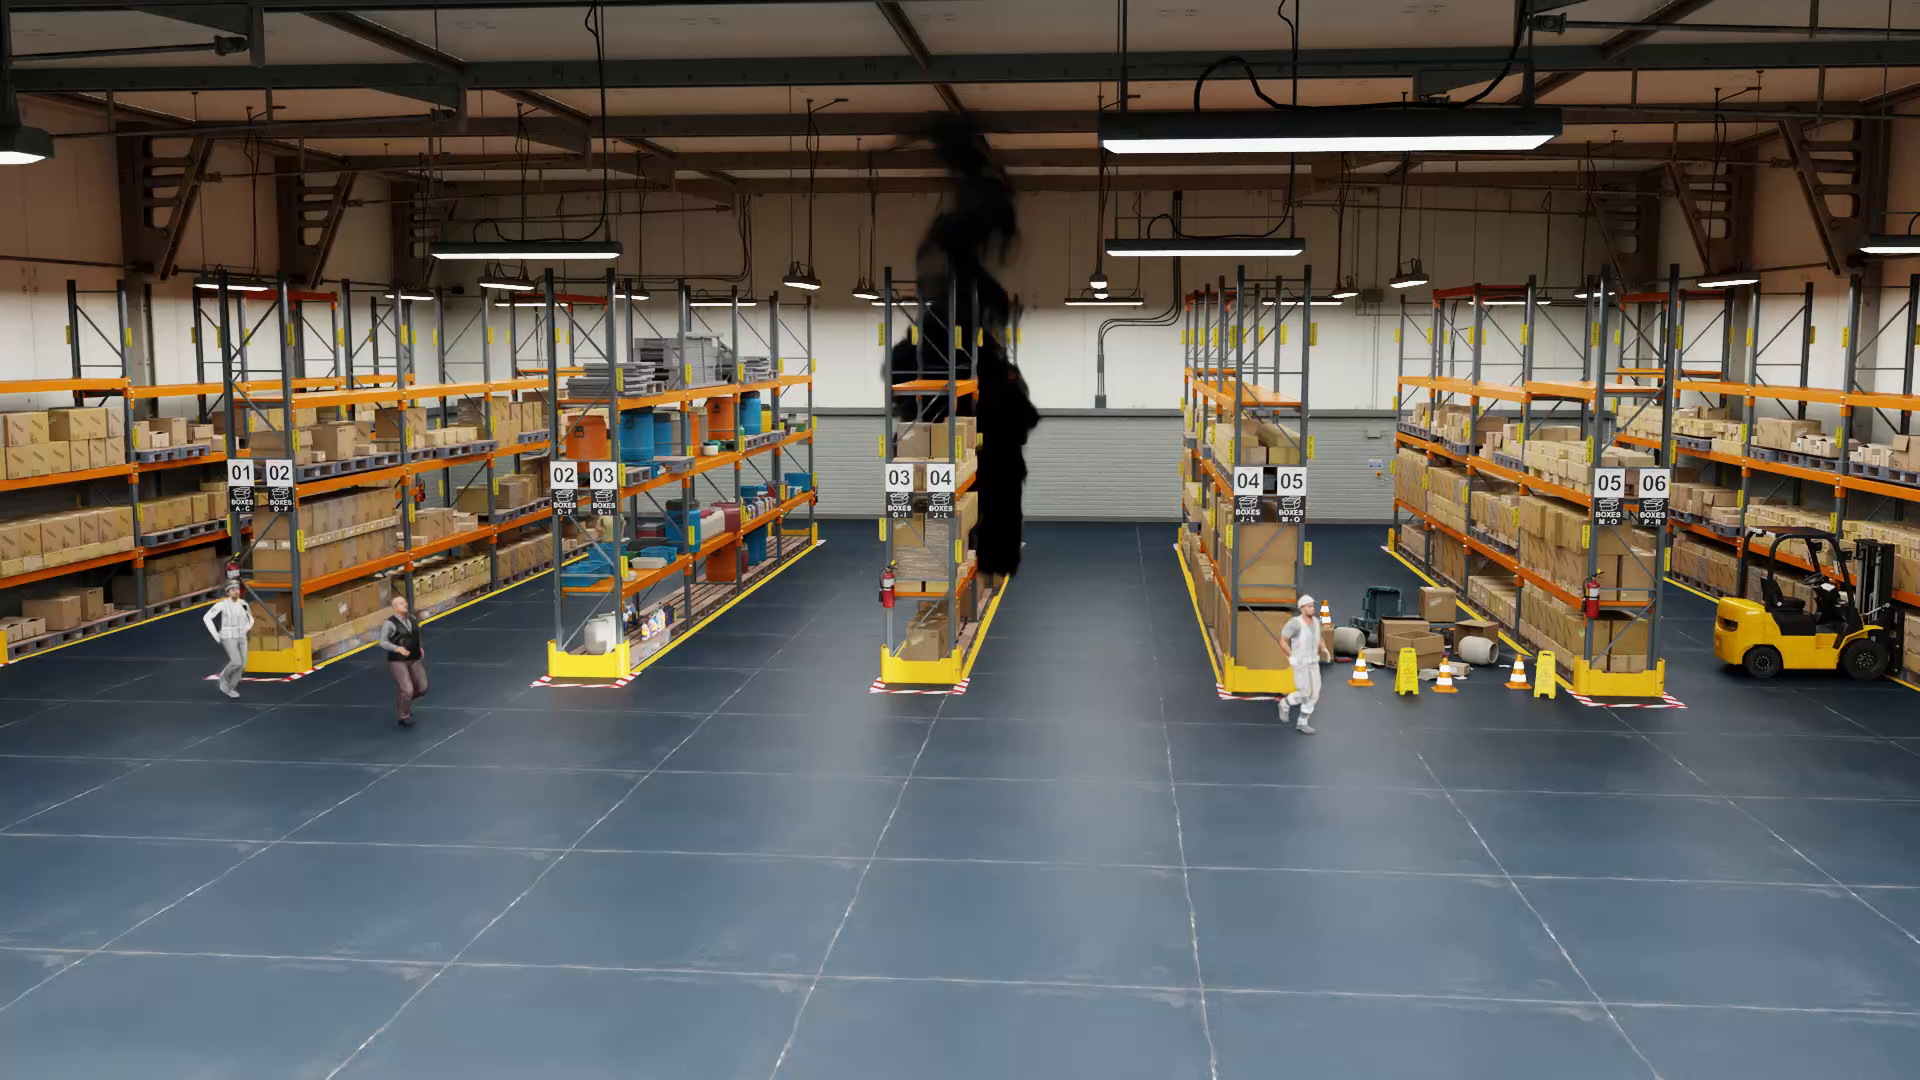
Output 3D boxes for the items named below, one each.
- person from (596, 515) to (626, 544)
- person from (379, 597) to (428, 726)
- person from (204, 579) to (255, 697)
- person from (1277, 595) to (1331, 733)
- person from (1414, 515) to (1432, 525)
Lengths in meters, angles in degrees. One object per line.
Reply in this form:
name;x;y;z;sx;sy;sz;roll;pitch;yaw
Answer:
person;-7.146;0.050;34.008;0.561;1.713;0.807;0;7;0
person;-7.163;1.564;21.505;0.598;1.674;0.654;5;8;34
person;-10.115;1.375;23.196;0.483;1.646;0.620;5;8;33
person;4.379;1.567;21.227;0.678;1.754;0.593;-4;8;-32
person;11.323;-0.682;40.353;0.898;1.600;0.679;4;8;30
